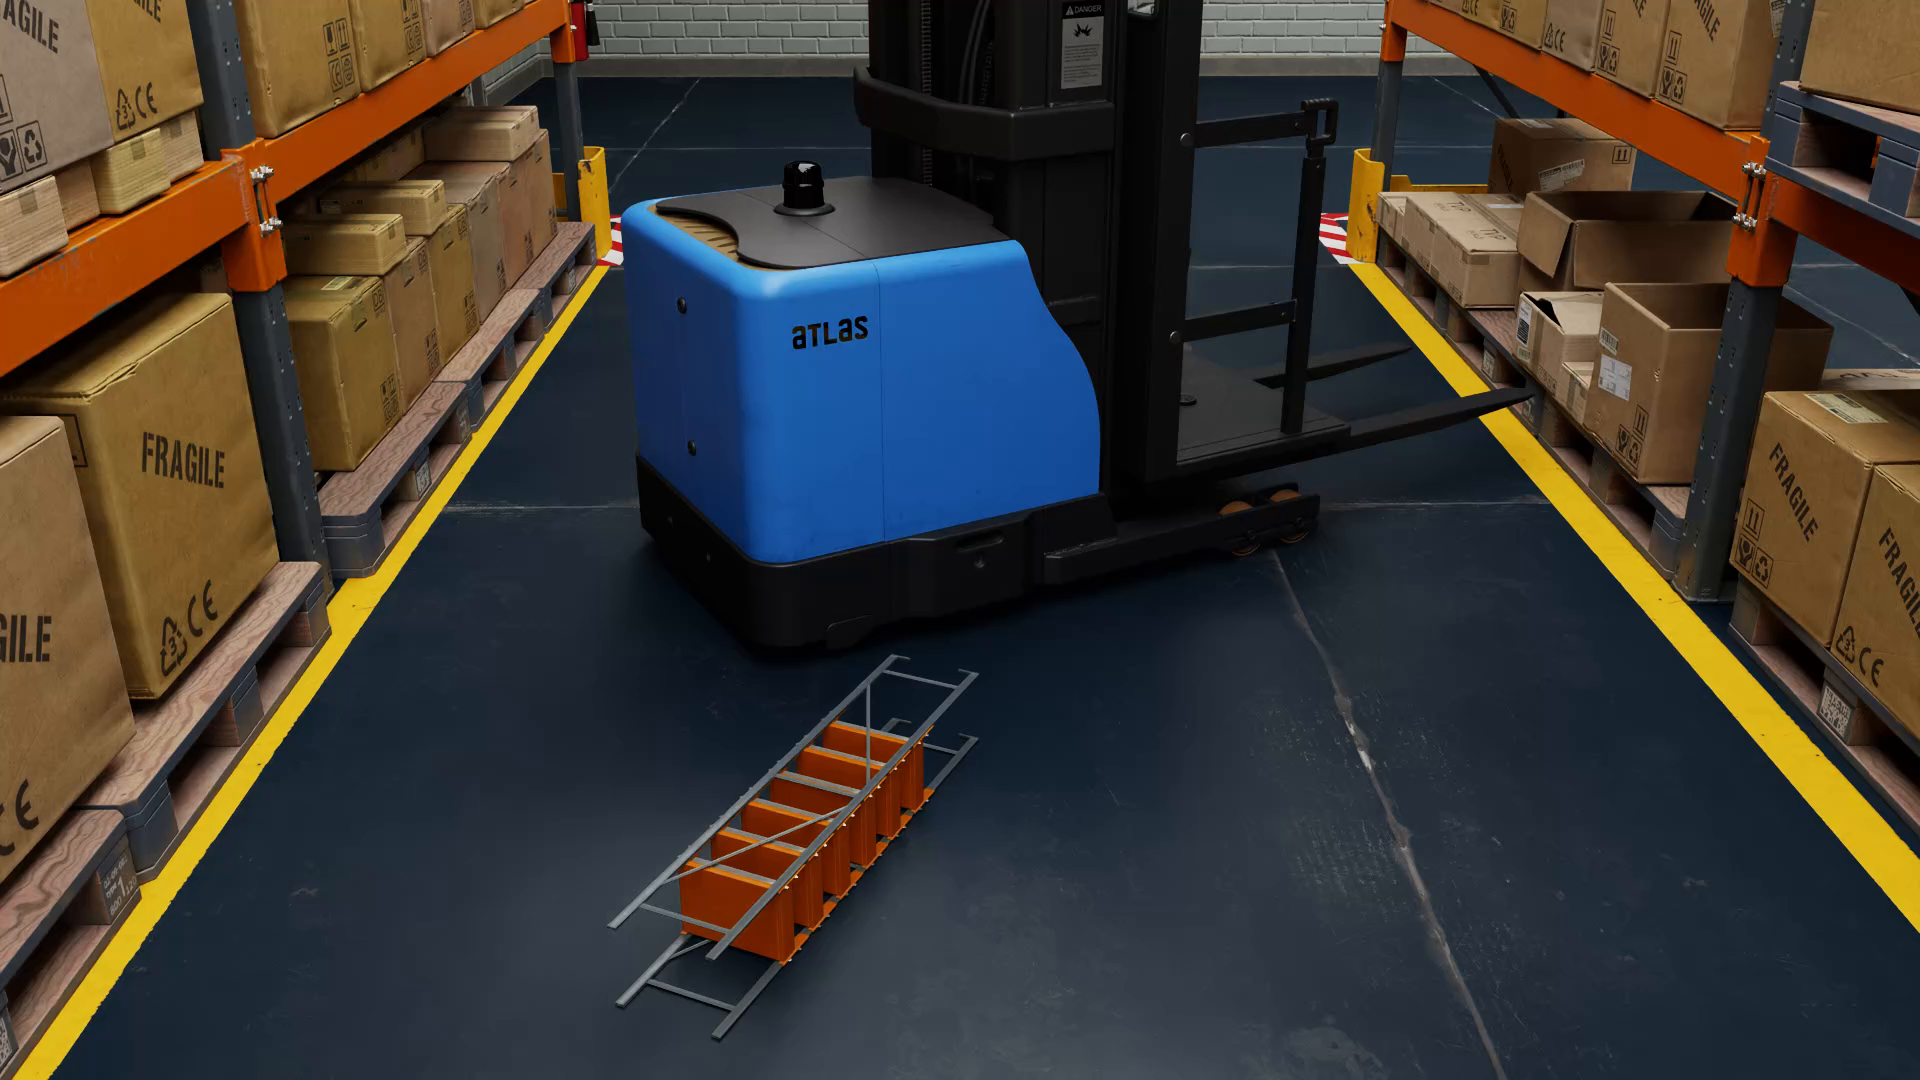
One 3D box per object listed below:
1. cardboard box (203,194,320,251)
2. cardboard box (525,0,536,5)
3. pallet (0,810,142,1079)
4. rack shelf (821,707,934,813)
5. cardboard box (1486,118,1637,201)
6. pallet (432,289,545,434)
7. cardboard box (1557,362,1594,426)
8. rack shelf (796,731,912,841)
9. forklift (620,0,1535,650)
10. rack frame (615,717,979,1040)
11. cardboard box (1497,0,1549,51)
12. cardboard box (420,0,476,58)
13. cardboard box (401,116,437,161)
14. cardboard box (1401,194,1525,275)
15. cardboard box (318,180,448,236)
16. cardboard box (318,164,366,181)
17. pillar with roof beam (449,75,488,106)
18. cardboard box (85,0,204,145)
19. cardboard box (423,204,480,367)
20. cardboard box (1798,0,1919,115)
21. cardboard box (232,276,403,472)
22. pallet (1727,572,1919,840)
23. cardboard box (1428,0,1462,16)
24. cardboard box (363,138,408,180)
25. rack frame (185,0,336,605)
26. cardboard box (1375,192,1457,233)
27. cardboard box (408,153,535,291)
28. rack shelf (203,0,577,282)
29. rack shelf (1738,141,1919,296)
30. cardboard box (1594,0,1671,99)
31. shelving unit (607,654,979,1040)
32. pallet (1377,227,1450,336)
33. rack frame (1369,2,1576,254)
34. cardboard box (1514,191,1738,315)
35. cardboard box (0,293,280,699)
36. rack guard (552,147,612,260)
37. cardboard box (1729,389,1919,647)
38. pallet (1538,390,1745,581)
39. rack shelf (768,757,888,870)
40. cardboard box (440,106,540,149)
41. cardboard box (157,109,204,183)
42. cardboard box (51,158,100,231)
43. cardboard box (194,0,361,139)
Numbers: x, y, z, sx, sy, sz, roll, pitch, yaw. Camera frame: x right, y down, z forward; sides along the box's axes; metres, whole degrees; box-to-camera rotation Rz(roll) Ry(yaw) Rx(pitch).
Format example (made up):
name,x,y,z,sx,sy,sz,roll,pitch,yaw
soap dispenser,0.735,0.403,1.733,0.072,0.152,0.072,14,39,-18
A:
name,x,y,z,sx,sy,sz,roll,pitch,yaw
cardboard box,-2.454,-1.104,5.787,0.380,0.149,0.250,-1,24,-2
cardboard box,-2.369,-2.757,7.341,0.980,0.700,0.700,1,24,2
pallet,-2.241,0.910,2.981,1.003,0.211,1.213,0,24,-1
rack shelf,-0.194,0.509,3.889,0.258,0.180,0.103,11,26,22
cardboard box,2.821,-1.693,7.852,0.500,0.500,0.500,0,24,-1
pallet,-2.287,-0.729,6.606,1.003,0.211,1.213,0,24,-1
cardboard box,2.259,-0.495,5.630,0.380,0.149,0.250,0,24,-1
rack shelf,-0.244,0.554,3.789,0.258,0.180,0.103,11,26,22
forklift,0.543,-1.462,4.925,3.031,2.935,1.130,-13,27,-27
rack frame,-0.312,0.699,3.691,0.240,0.006,1.200,11,26,22
cardboard box,2.328,-2.090,6.110,0.500,0.500,0.500,0,24,0
cardboard box,-2.350,-2.143,5.984,0.980,0.700,0.700,-1,24,-3
cardboard box,-2.471,-1.732,7.176,0.380,0.149,0.250,0,24,0
cardboard box,2.297,-1.370,7.442,0.500,0.250,0.500,0,24,-1
cardboard box,-2.073,-1.196,5.990,0.380,0.149,0.250,-1,24,-2
cardboard box,-2.460,-1.314,6.252,0.380,0.149,0.250,-1,24,-2
pillar with roof beam,1.026,-6.692,9.125,9.100,9.000,0.400,0,24,-1
cardboard box,-2.083,-1.183,3.719,0.500,0.500,0.500,-1,24,-1
cardboard box,-2.252,-0.961,6.260,0.700,0.500,0.500,0,24,1
cardboard box,2.394,-1.246,3.735,0.700,0.500,0.500,-9,26,-18
cardboard box,-2.246,-0.543,5.334,0.700,0.500,0.500,0,24,0
pallet,2.660,0.400,4.110,1.003,0.211,1.213,0,24,-1
cardboard box,2.321,-2.503,7.023,0.500,0.500,0.500,0,24,-1
cardboard box,-2.466,-1.524,6.716,0.380,0.149,0.250,0,24,0
rack frame,-2.341,-1.182,4.223,1.000,3.000,0.127,0,24,-1
cardboard box,2.230,-1.581,8.032,0.380,0.149,0.250,0,24,-1
cardboard box,-2.271,-1.388,7.204,0.700,0.500,0.500,0,24,-1
rack shelf,-2.362,-1.678,6.194,1.077,0.370,4.000,0,24,-1
rack shelf,2.635,-0.054,2.602,1.077,0.370,4.000,0,24,-1
cardboard box,2.344,-1.669,5.178,0.500,0.500,0.500,0,24,1
shelving unit,-0.312,0.616,3.653,0.258,0.189,1.200,11,26,22
pallet,2.580,-1.223,7.699,1.003,0.211,1.213,0,24,-1
rack frame,2.569,-2.854,7.920,1.000,3.000,0.127,0,24,-1
cardboard box,2.587,-1.043,6.411,0.797,0.503,0.637,0,24,-1
cardboard box,-2.203,-0.127,3.989,0.750,0.750,0.750,0,24,0
rack guard,-2.384,-1.701,8.405,1.175,0.500,0.348,0,24,-1
cardboard box,2.374,-0.067,4.257,0.500,0.500,0.500,-1,24,-3
pallet,2.606,-0.218,5.476,1.003,0.211,1.213,0,24,-1
rack shelf,-0.294,0.599,3.690,0.258,0.180,0.103,11,26,22
cardboard box,-2.093,-1.838,7.411,0.380,0.149,0.250,-1,24,-1
cardboard box,-2.054,-0.939,3.966,0.380,0.149,0.250,0,24,0
cardboard box,-2.070,-0.728,3.500,0.380,0.149,0.250,0,24,1
cardboard box,-2.330,-1.542,4.656,0.980,0.700,0.700,0,24,0
